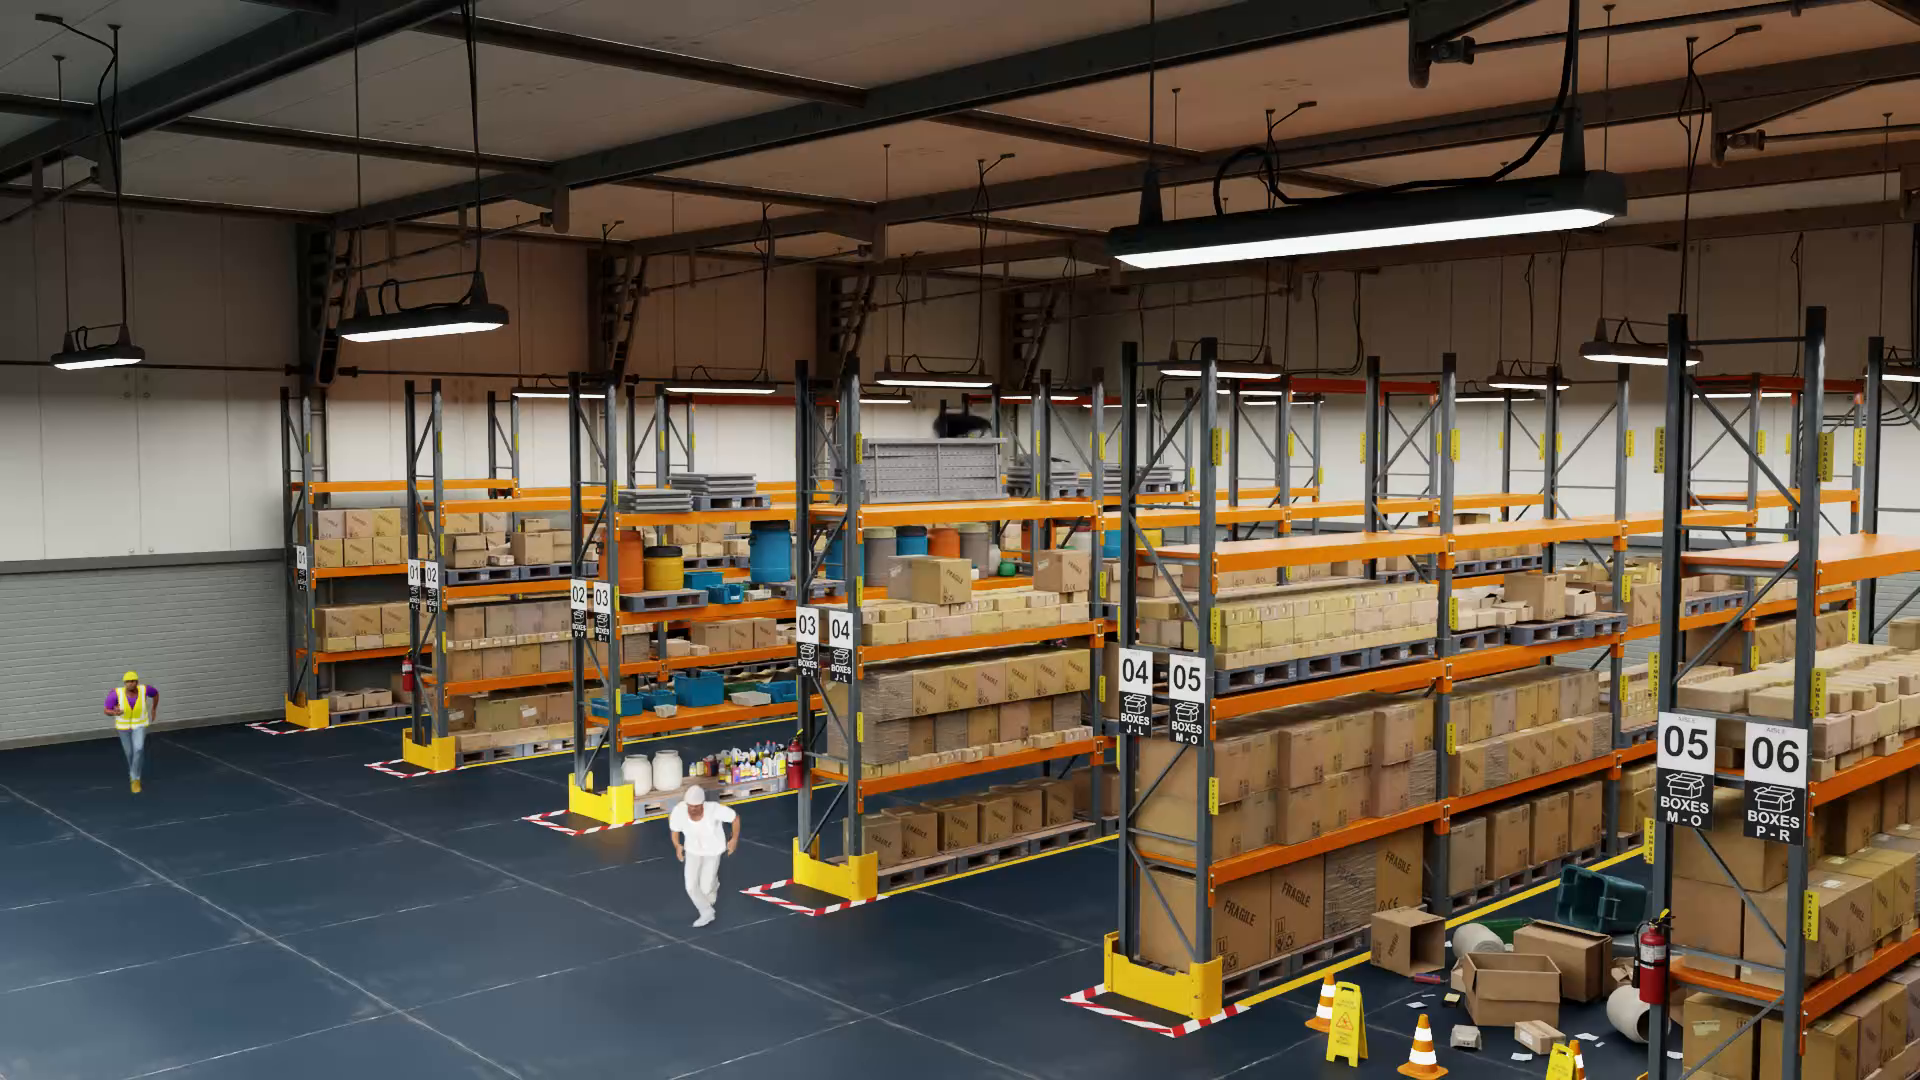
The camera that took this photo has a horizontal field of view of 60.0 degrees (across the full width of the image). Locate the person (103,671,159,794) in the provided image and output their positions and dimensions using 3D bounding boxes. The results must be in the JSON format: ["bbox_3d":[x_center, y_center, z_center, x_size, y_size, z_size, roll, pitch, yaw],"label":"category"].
[{"bbox_3d":[-12.057,2.760,24.228,0.692,1.775,0.967,-1,4,-19],"label":"person"}]

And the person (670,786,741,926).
[{"bbox_3d":[-2.653,3.282,17.360,0.726,1.559,0.925,0,4,6],"label":"person"}]
